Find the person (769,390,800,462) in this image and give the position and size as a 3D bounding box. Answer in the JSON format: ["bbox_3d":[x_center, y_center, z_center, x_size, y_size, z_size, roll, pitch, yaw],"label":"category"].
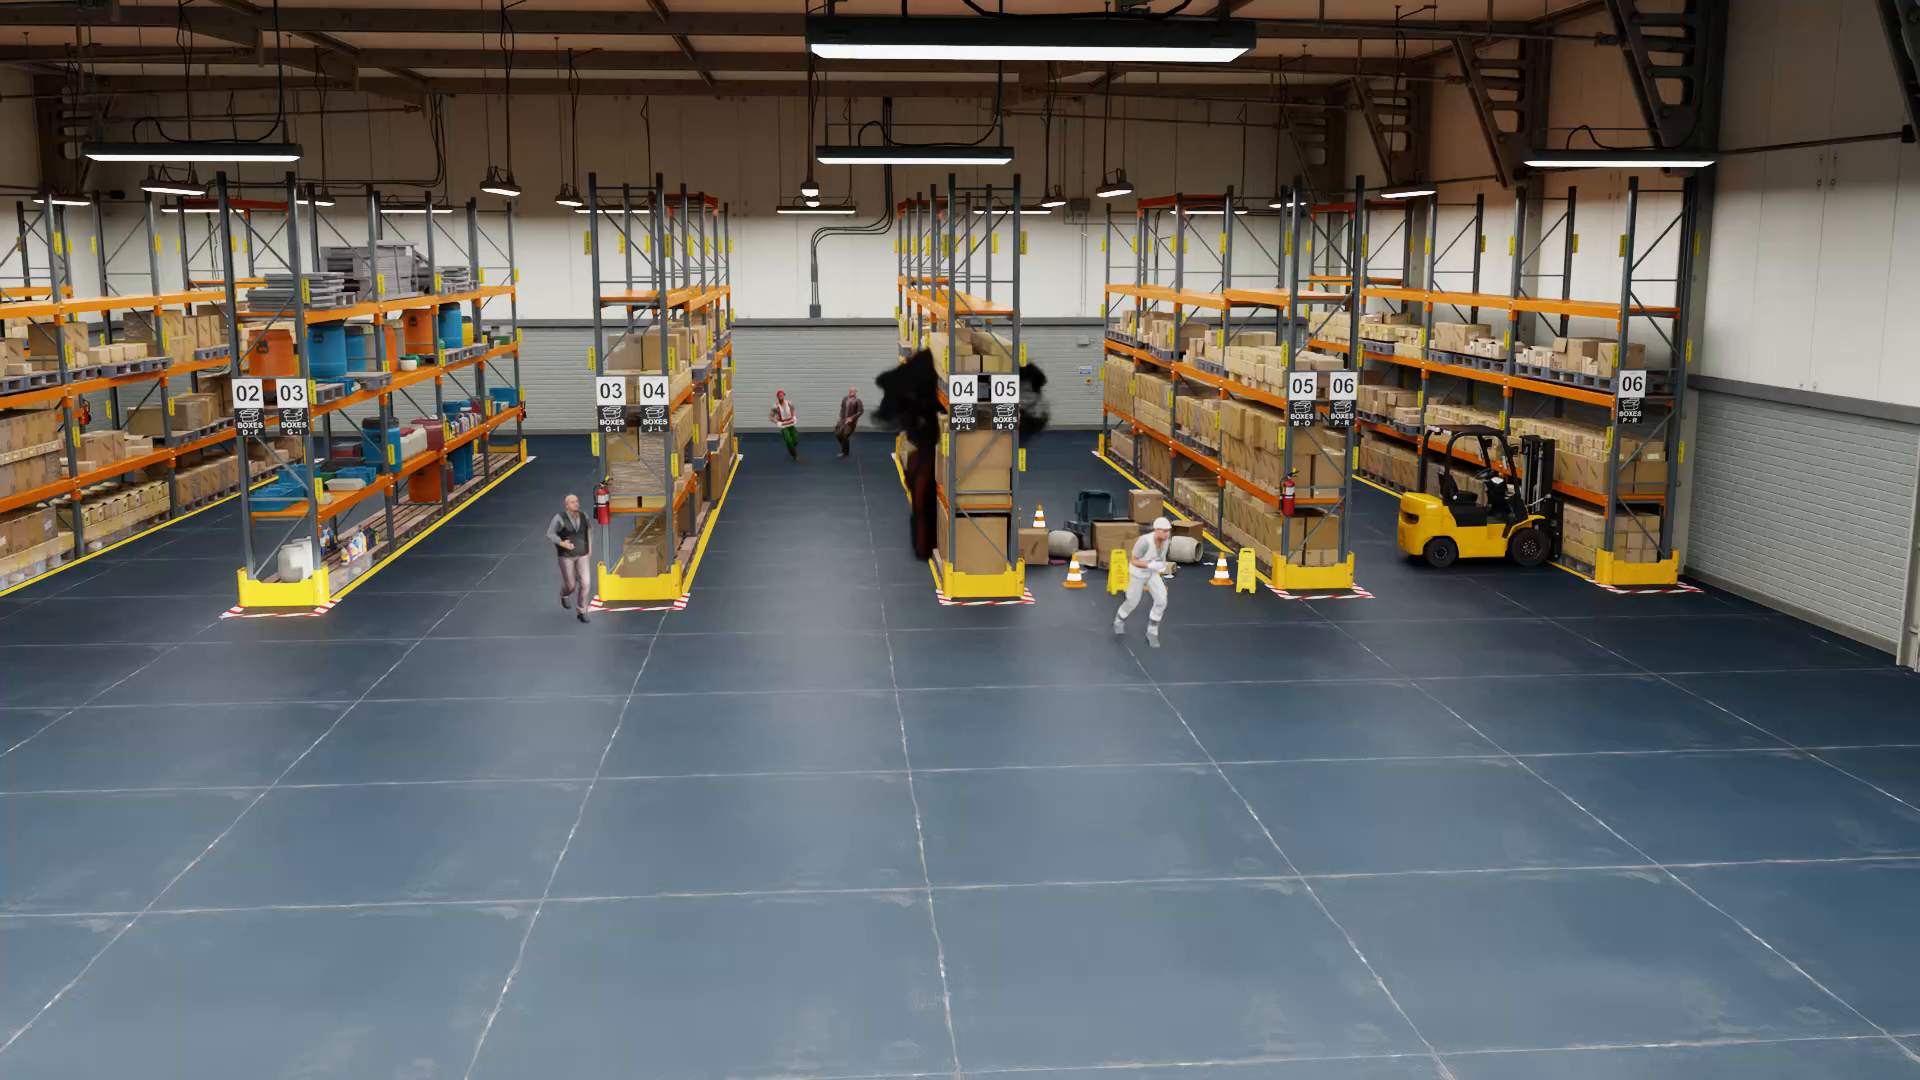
[{"bbox_3d":[-4.141,-2.690,39.075,0.712,1.692,0.626,-5,11,-26],"label":"person"}]

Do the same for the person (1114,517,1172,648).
[{"bbox_3d":[2.339,0.515,21.129,0.707,1.714,1.020,-7,12,-34],"label":"person"}]

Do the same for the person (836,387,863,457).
[{"bbox_3d":[-2.661,-2.807,39.681,0.729,1.698,0.580,6,12,29],"label":"person"}]

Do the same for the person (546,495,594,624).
[{"bbox_3d":[-5.249,0.233,22.551,0.697,1.719,0.832,-6,12,-31],"label":"person"}]
